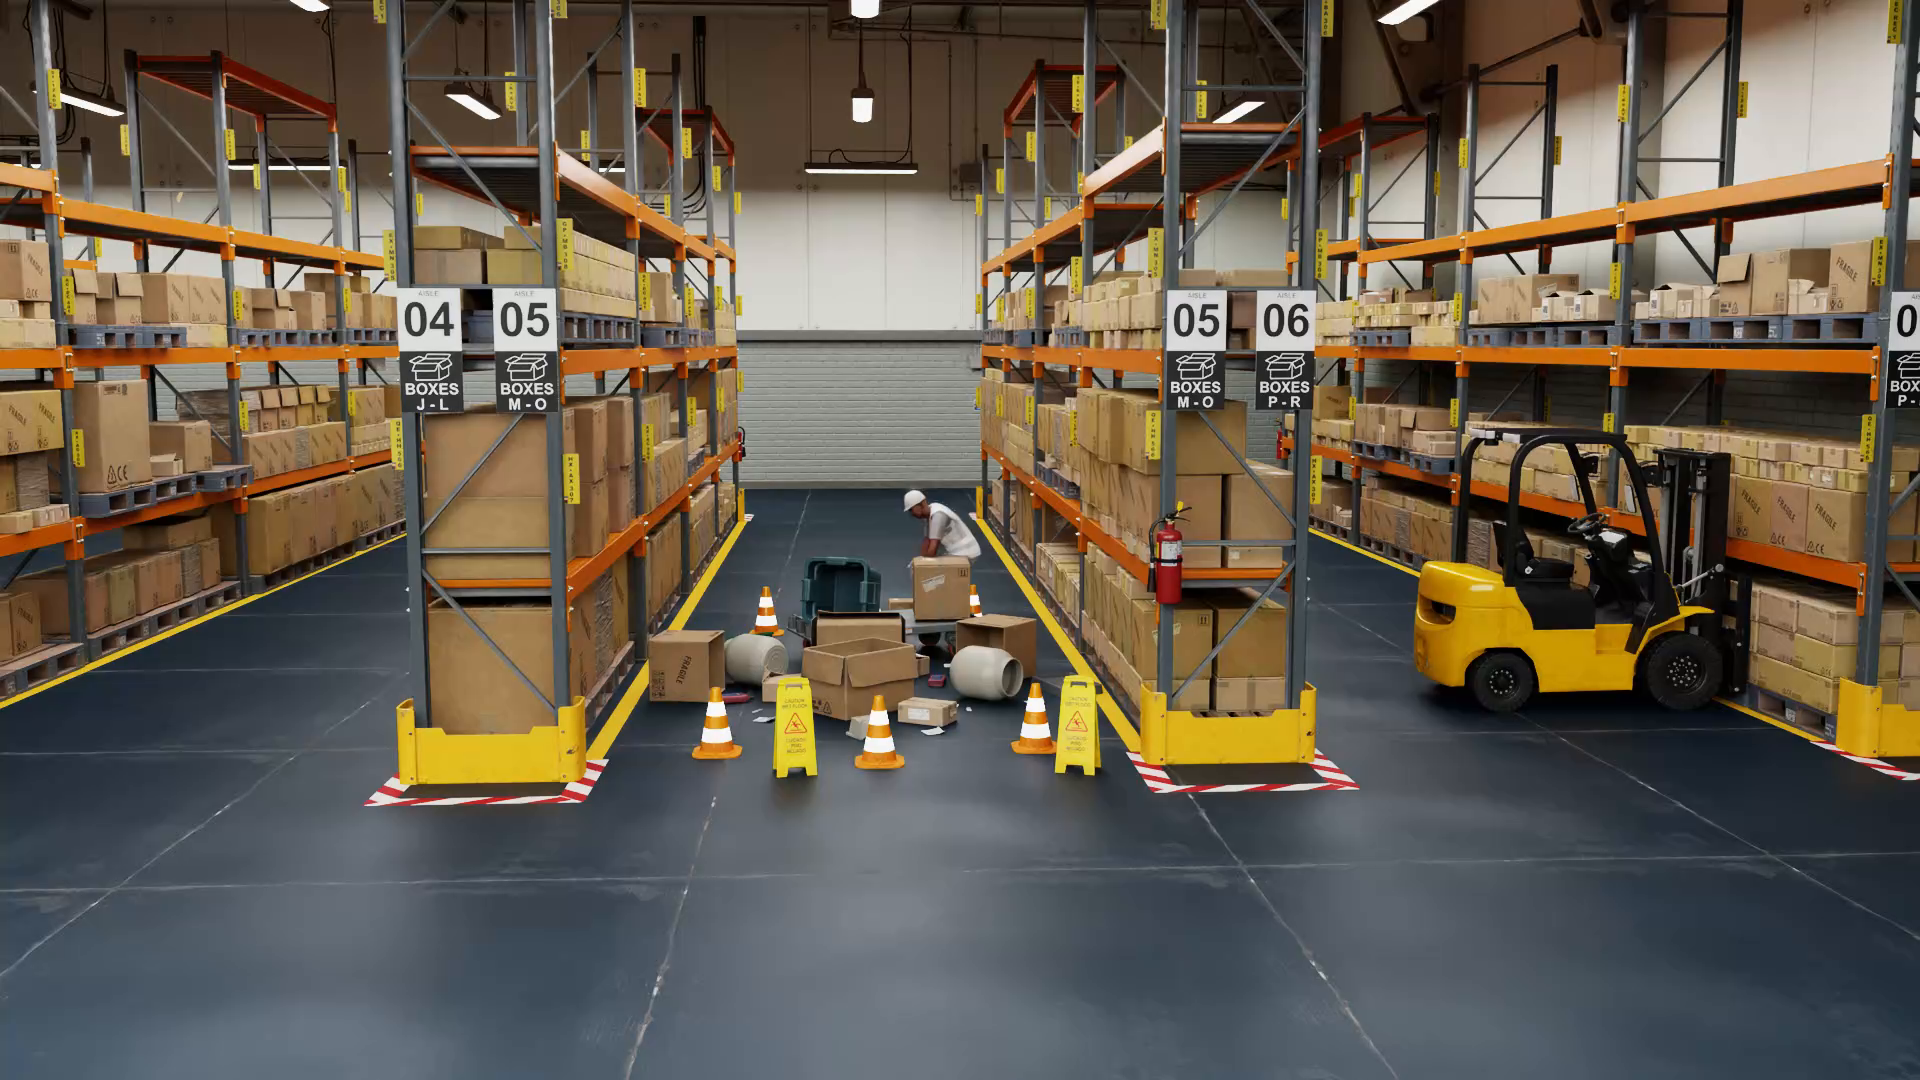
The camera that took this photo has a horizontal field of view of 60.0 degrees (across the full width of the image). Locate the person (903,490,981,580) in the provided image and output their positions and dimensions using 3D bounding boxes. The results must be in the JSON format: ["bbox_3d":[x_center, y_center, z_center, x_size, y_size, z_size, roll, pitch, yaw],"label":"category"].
[{"bbox_3d":[-0.181,0.181,16.851,0.789,1.380,0.613,-1,7,-5],"label":"person"}]
